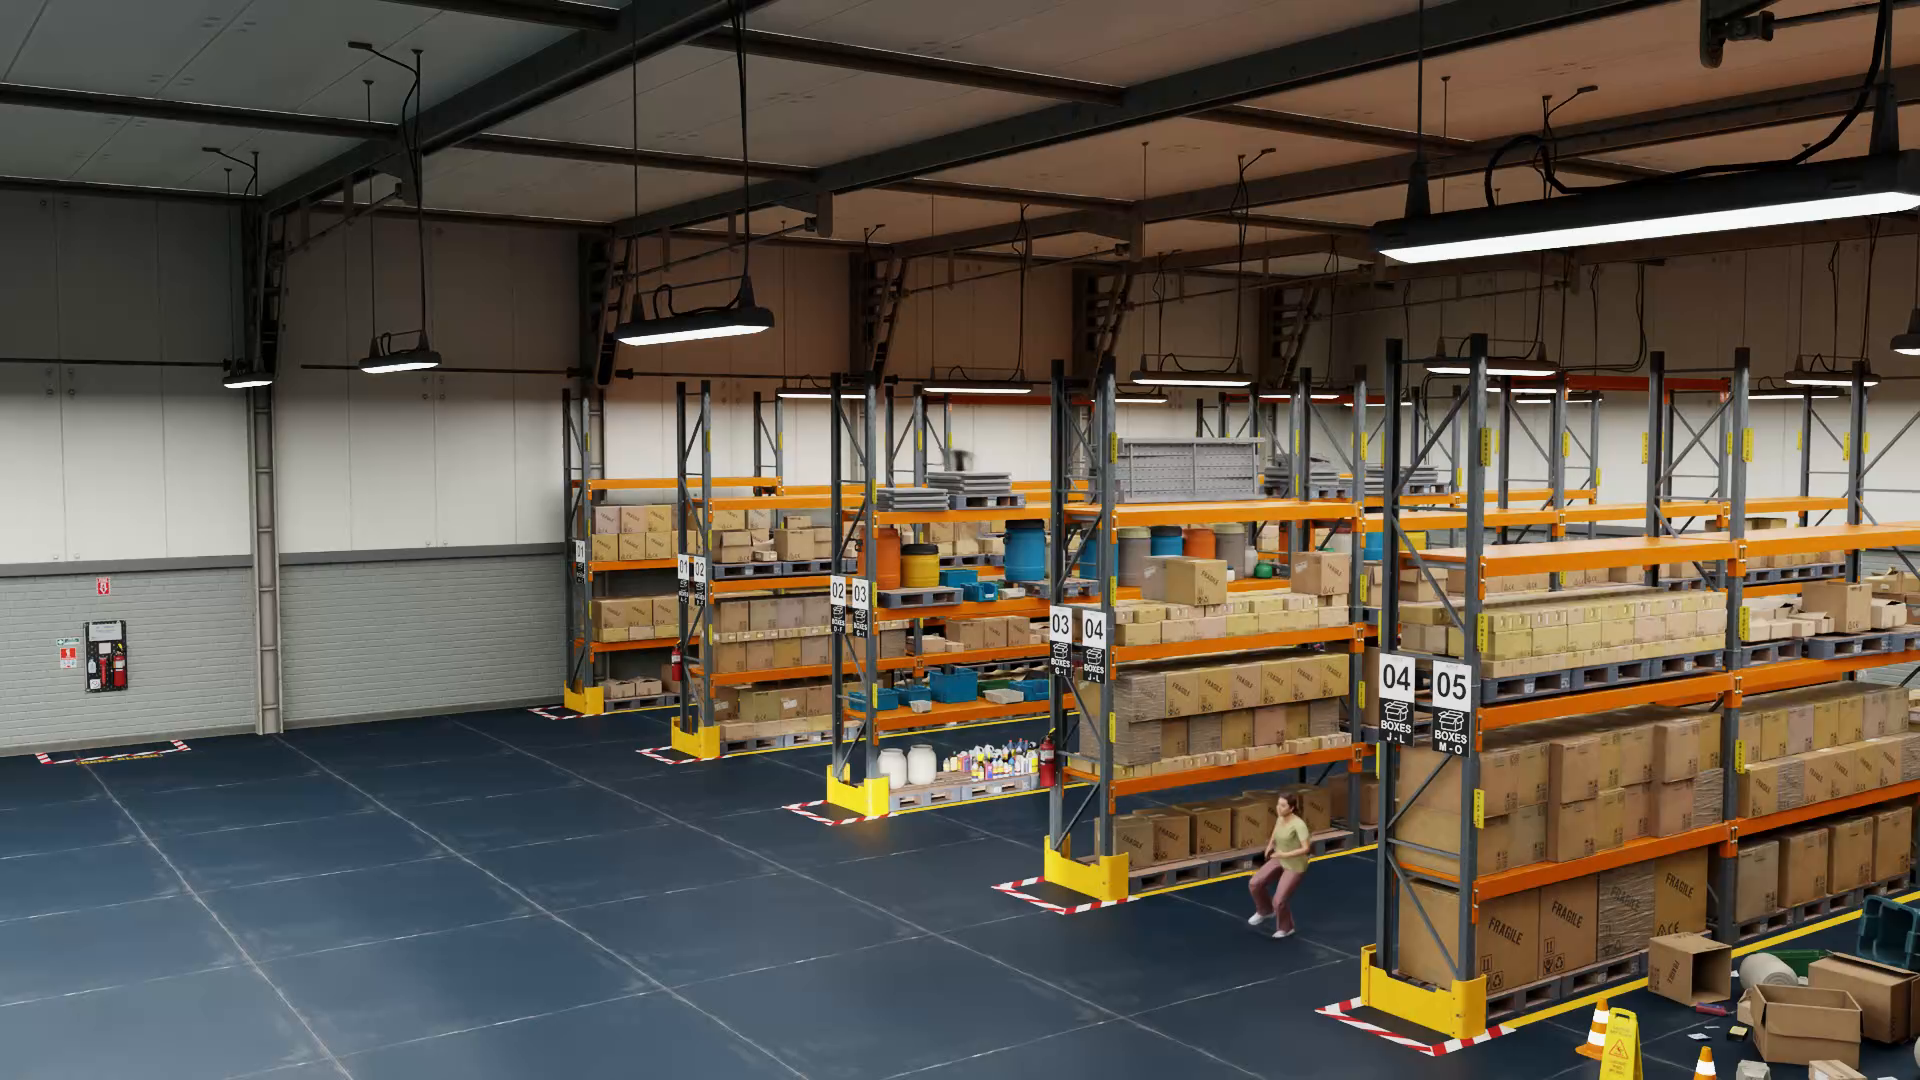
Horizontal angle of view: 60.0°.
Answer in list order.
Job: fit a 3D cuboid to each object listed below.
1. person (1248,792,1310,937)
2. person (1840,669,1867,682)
[{"bbox_3d":[3.300,3.330,16.946,0.547,1.587,0.771,-3,5,-37],"label":"person"},{"bbox_3d":[15.467,2.392,28.929,0.676,1.758,1.000,0,4,6],"label":"person"}]
